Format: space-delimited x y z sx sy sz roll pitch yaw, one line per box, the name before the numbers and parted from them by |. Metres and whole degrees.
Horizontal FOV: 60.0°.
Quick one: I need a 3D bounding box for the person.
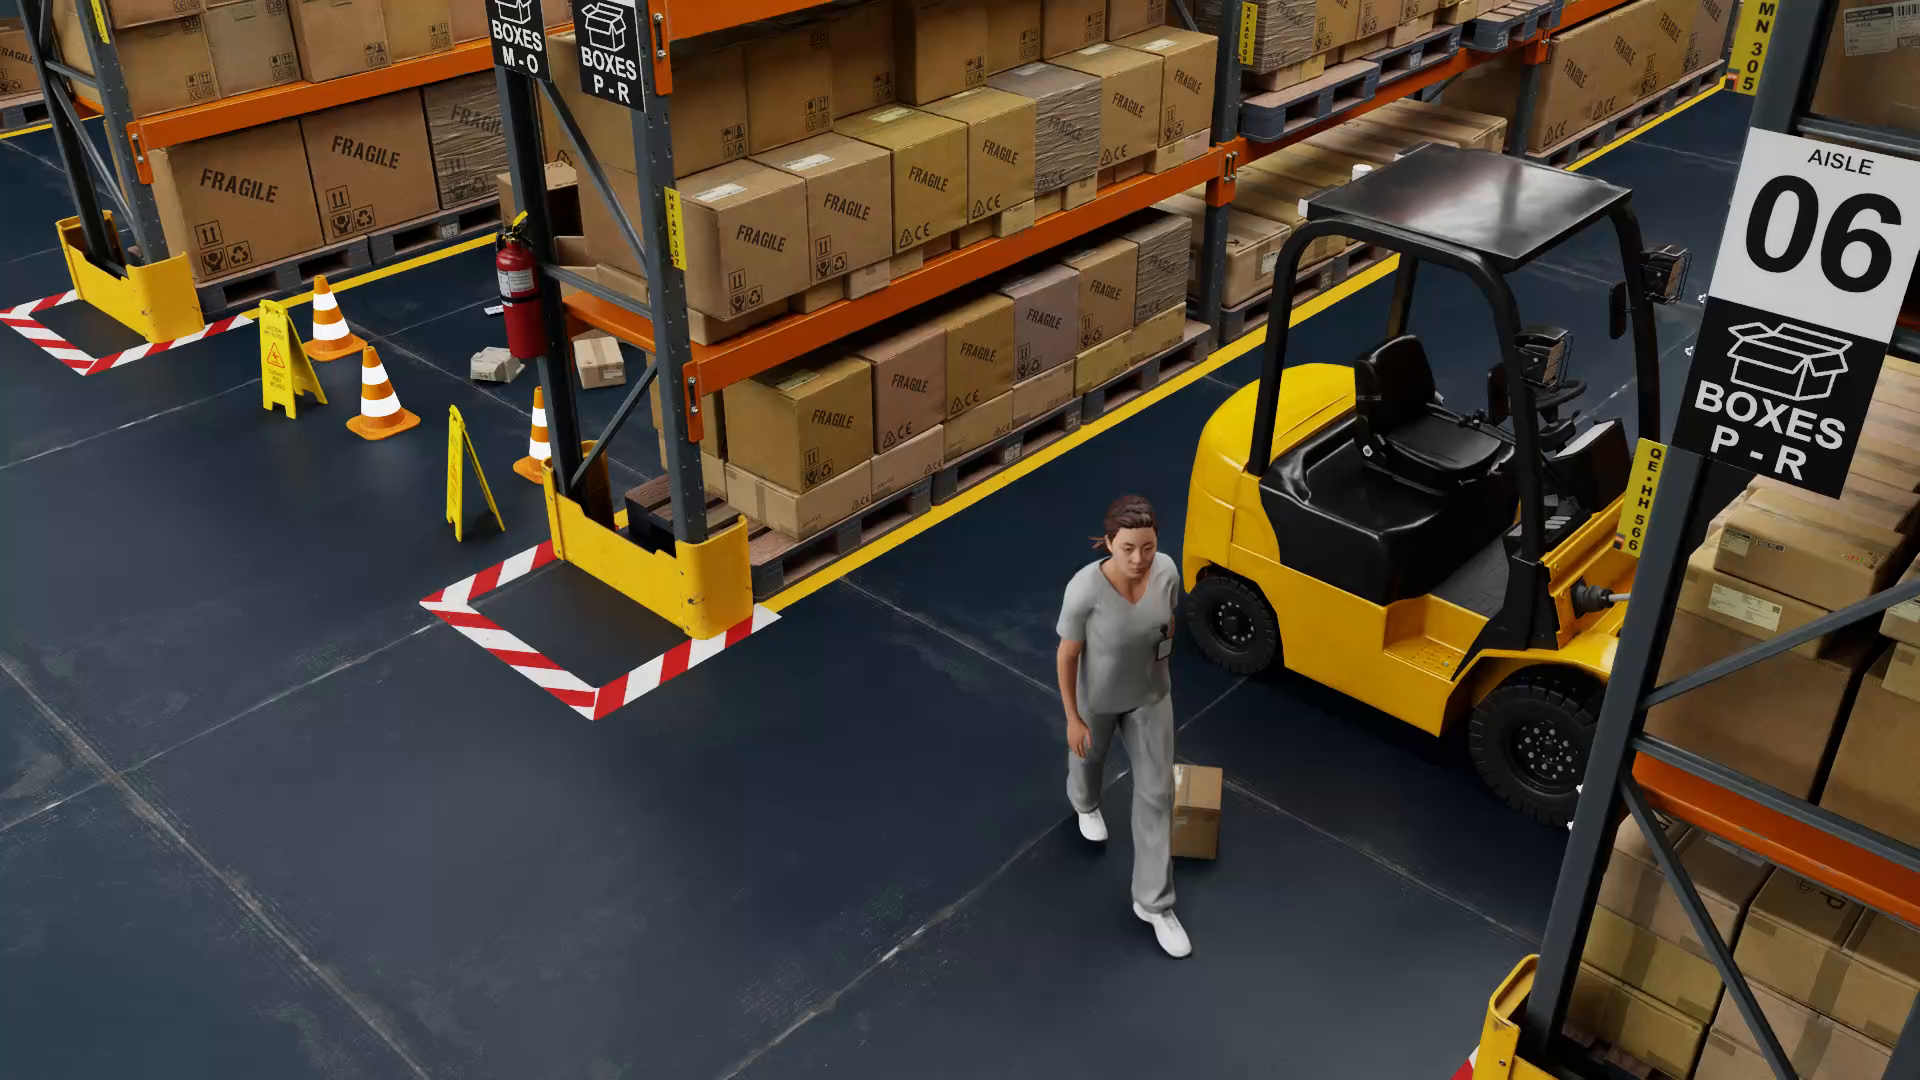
person | 0.543 0.500 5.790 0.469 1.550 0.804 -6 32 -9
